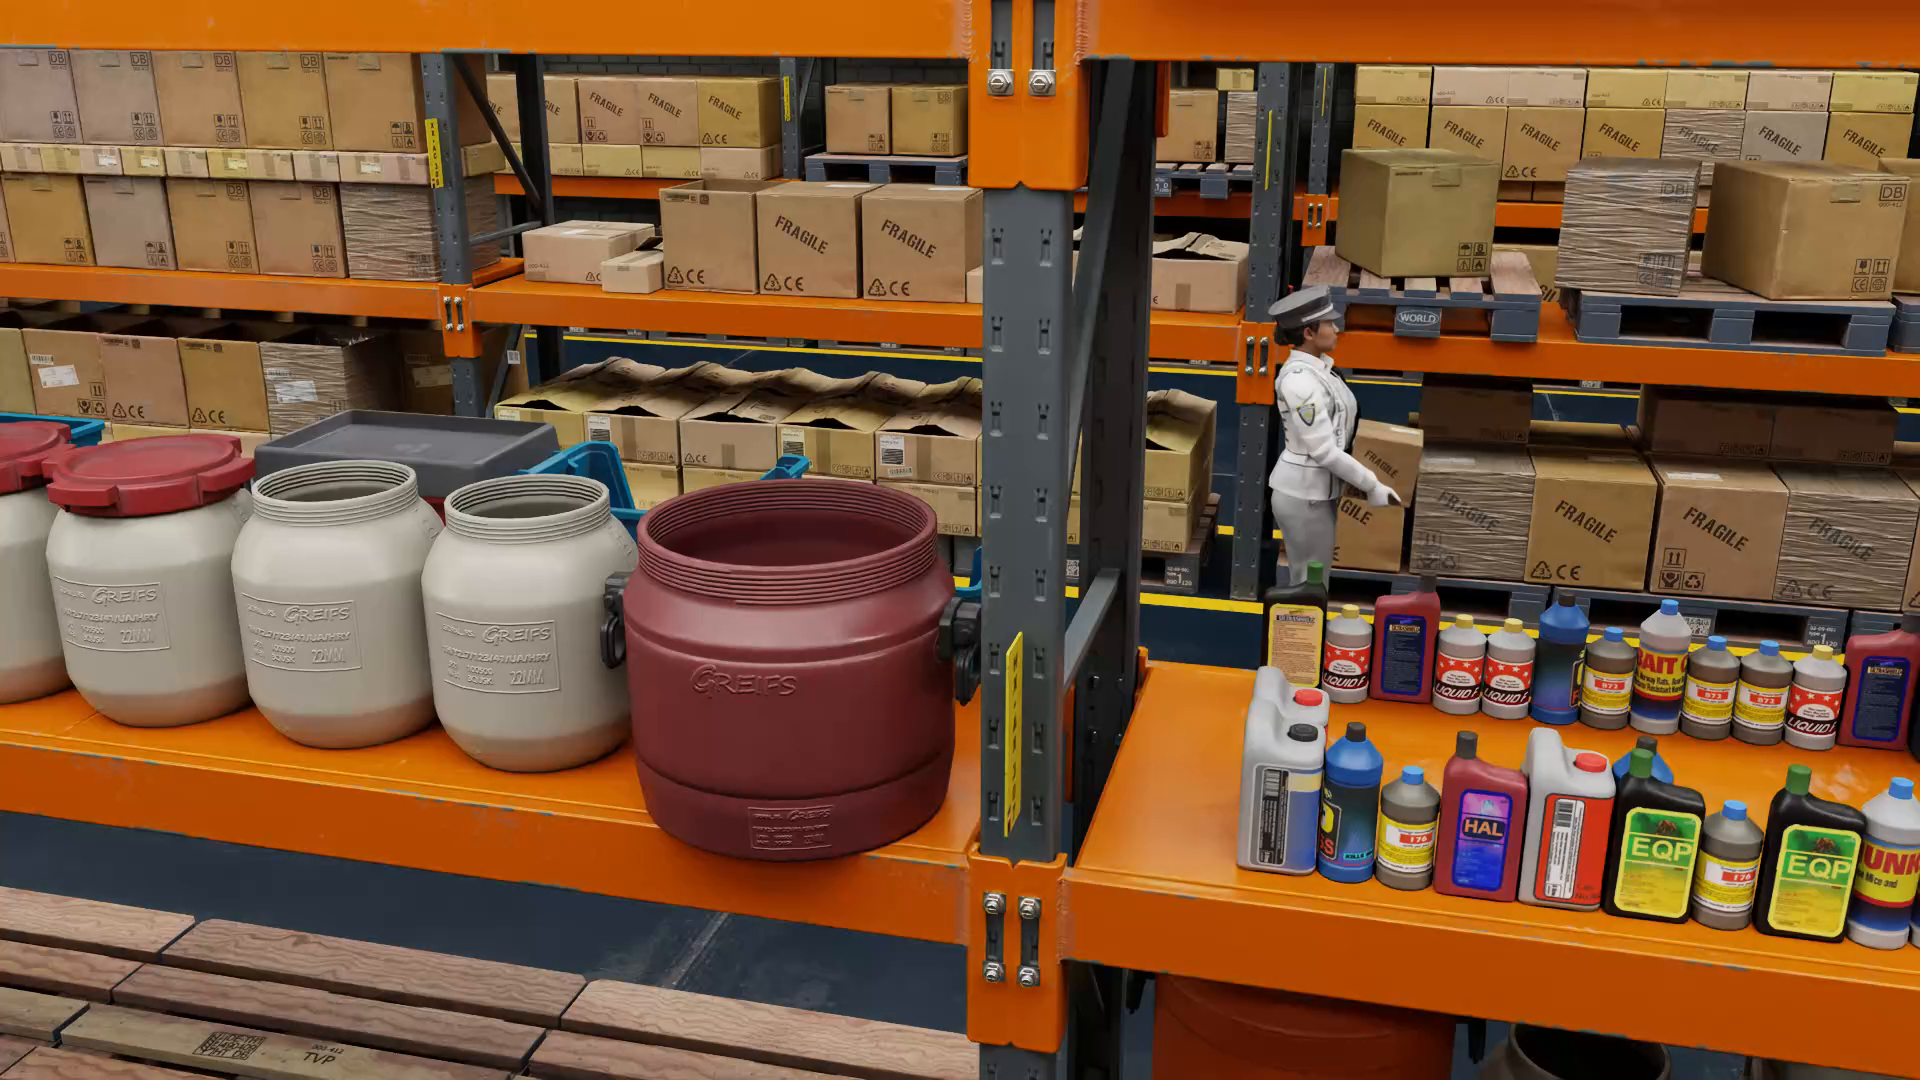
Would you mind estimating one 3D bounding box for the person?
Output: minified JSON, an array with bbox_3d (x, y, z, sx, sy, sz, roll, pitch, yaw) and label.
[{"bbox_3d":[1.437,-0.157,6.497,0.549,1.686,0.459,5,19,15],"label":"person"}]
